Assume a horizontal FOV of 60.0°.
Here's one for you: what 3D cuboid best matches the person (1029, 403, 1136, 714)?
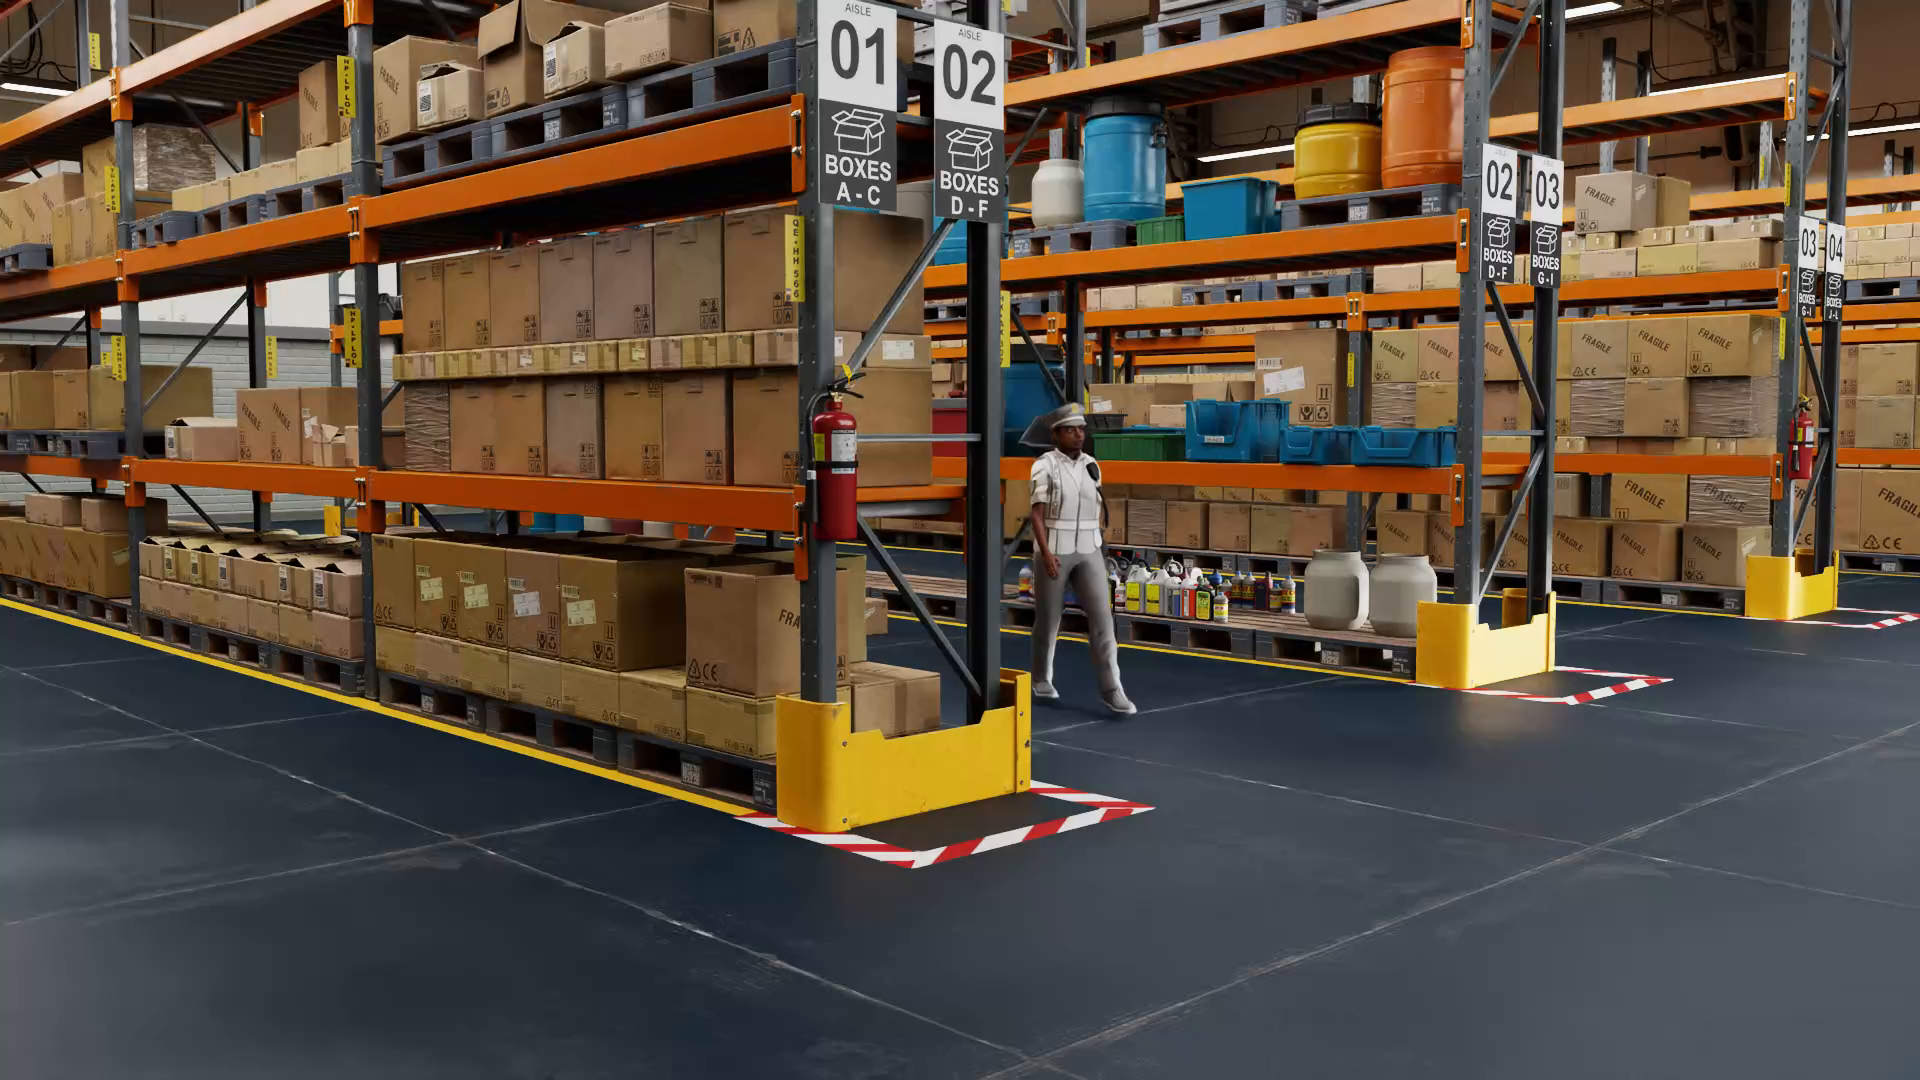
[{"bbox_3d":[0.613,0.081,9.001,0.454,1.647,0.918,-1,4,-18],"label":"person"}]
